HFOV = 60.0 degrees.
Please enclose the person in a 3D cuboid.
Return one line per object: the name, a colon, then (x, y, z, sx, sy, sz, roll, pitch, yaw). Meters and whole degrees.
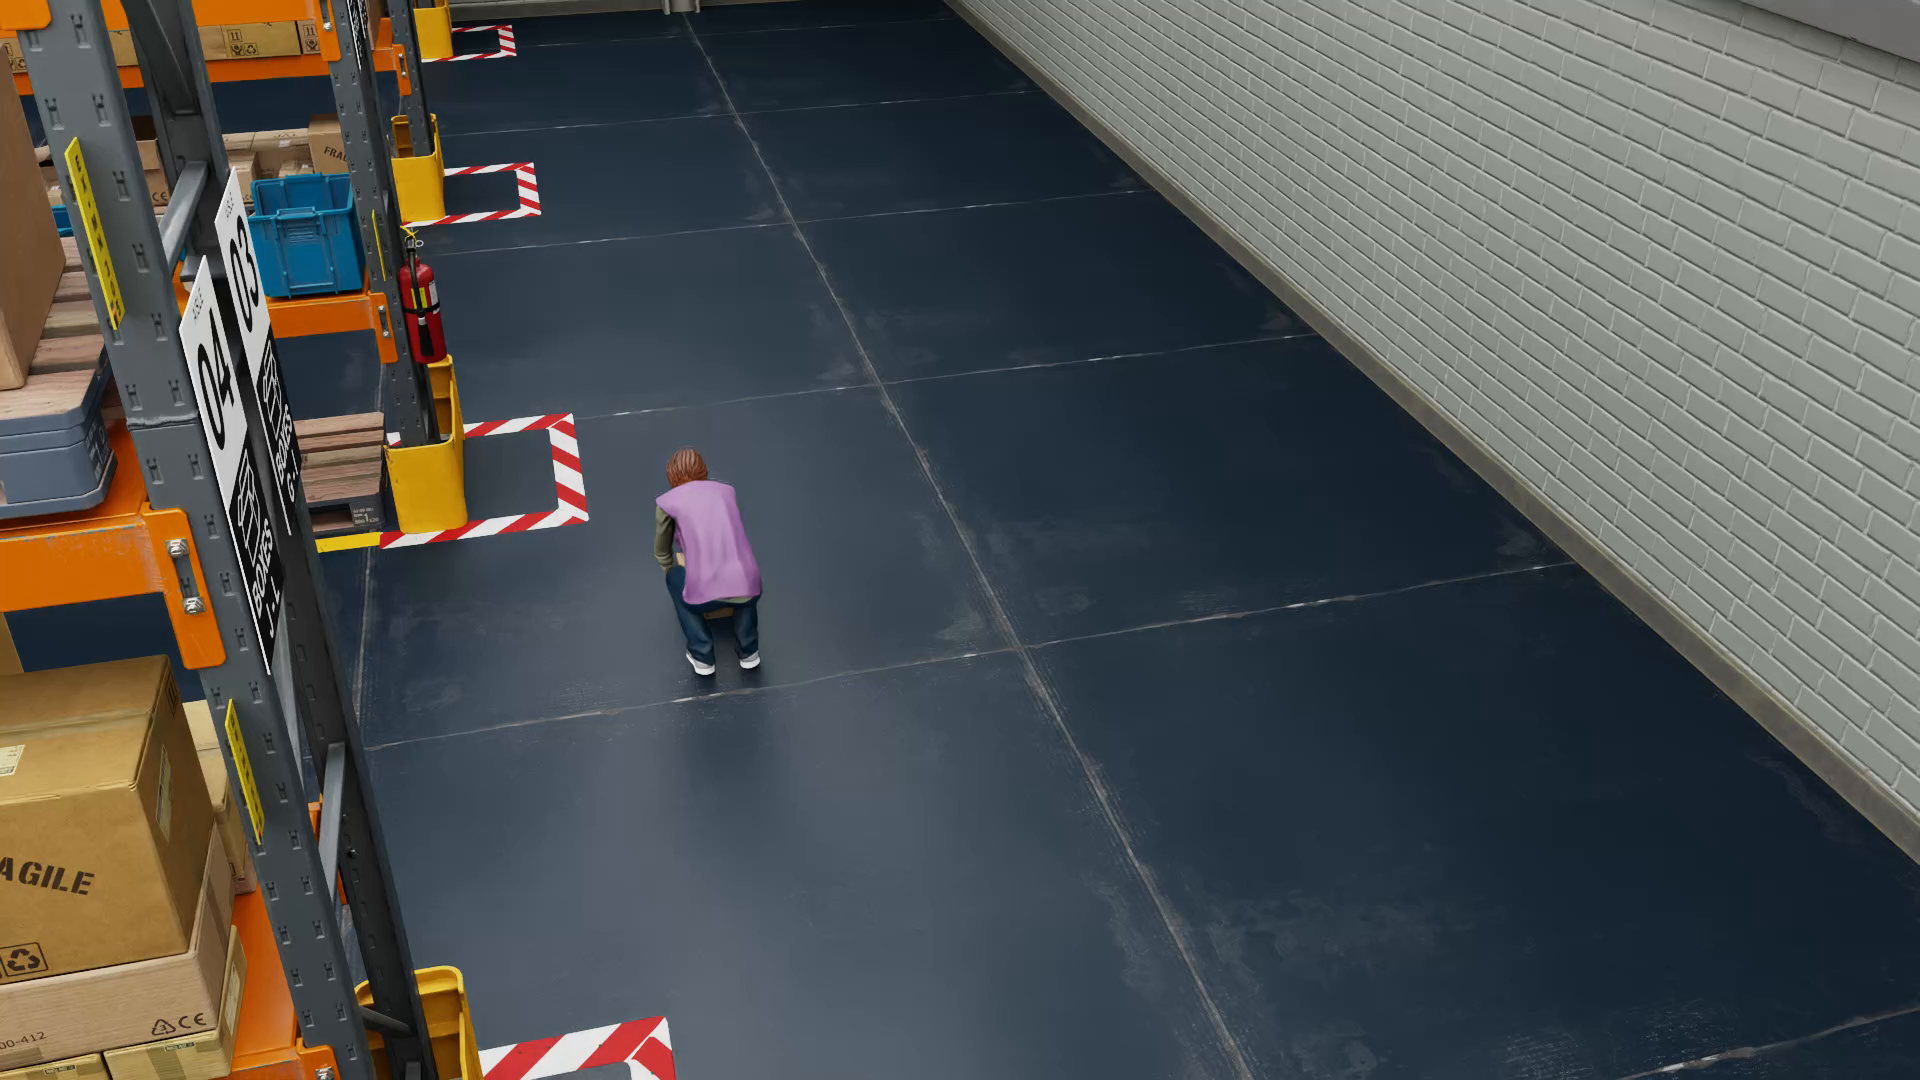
person: (-1.149, 0.123, 7.613, 0.449, 0.906, 0.792, -8, 32, -13)
